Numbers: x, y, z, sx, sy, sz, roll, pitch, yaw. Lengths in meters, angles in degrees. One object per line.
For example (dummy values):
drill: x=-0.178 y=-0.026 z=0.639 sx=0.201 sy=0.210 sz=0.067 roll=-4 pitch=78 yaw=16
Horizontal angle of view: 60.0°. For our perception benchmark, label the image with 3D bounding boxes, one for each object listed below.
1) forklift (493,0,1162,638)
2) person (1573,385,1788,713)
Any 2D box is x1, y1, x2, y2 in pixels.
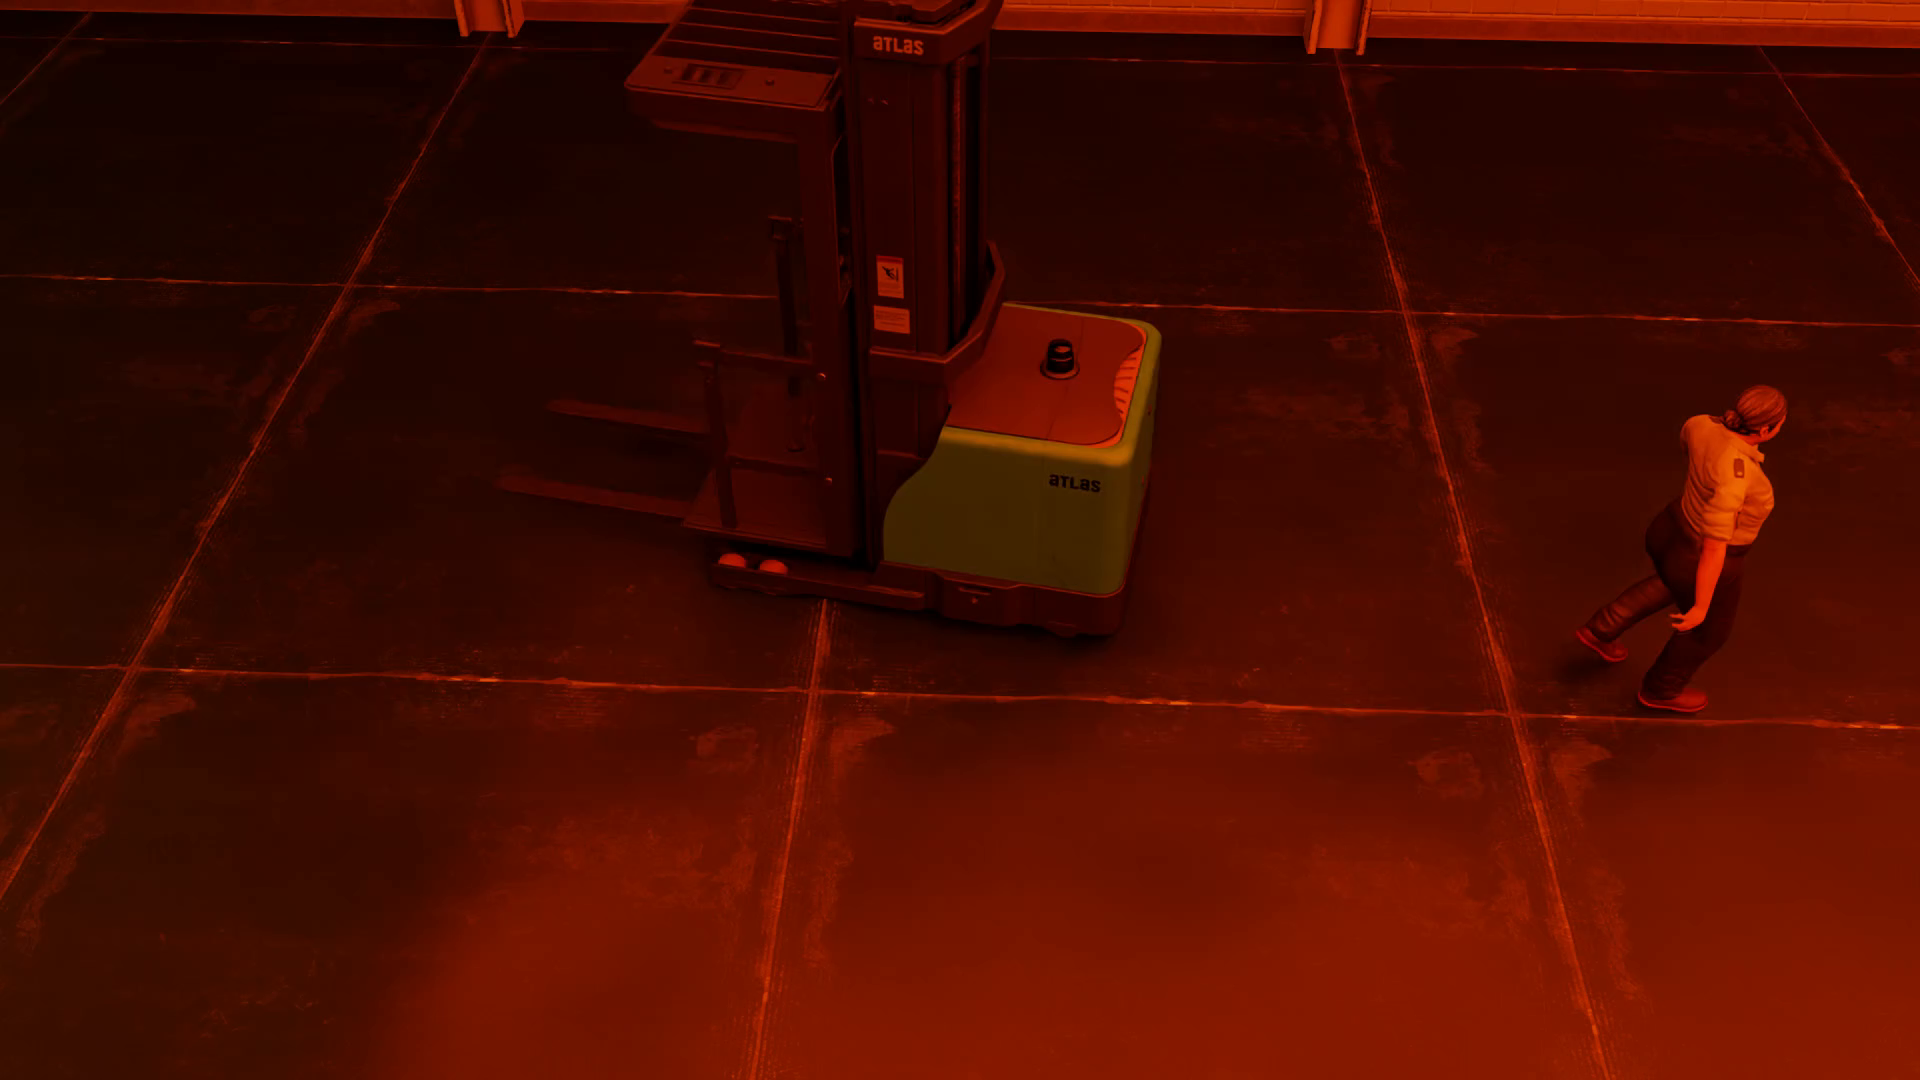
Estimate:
forklift: x=-0.664 y=-1.166 z=7.020 sx=3.031 sy=2.935 sz=1.130 roll=9 pitch=43 yaw=10
person: x=2.933 y=0.046 z=6.662 sx=0.557 sy=1.633 sz=0.719 roll=-3 pitch=42 yaw=-3
